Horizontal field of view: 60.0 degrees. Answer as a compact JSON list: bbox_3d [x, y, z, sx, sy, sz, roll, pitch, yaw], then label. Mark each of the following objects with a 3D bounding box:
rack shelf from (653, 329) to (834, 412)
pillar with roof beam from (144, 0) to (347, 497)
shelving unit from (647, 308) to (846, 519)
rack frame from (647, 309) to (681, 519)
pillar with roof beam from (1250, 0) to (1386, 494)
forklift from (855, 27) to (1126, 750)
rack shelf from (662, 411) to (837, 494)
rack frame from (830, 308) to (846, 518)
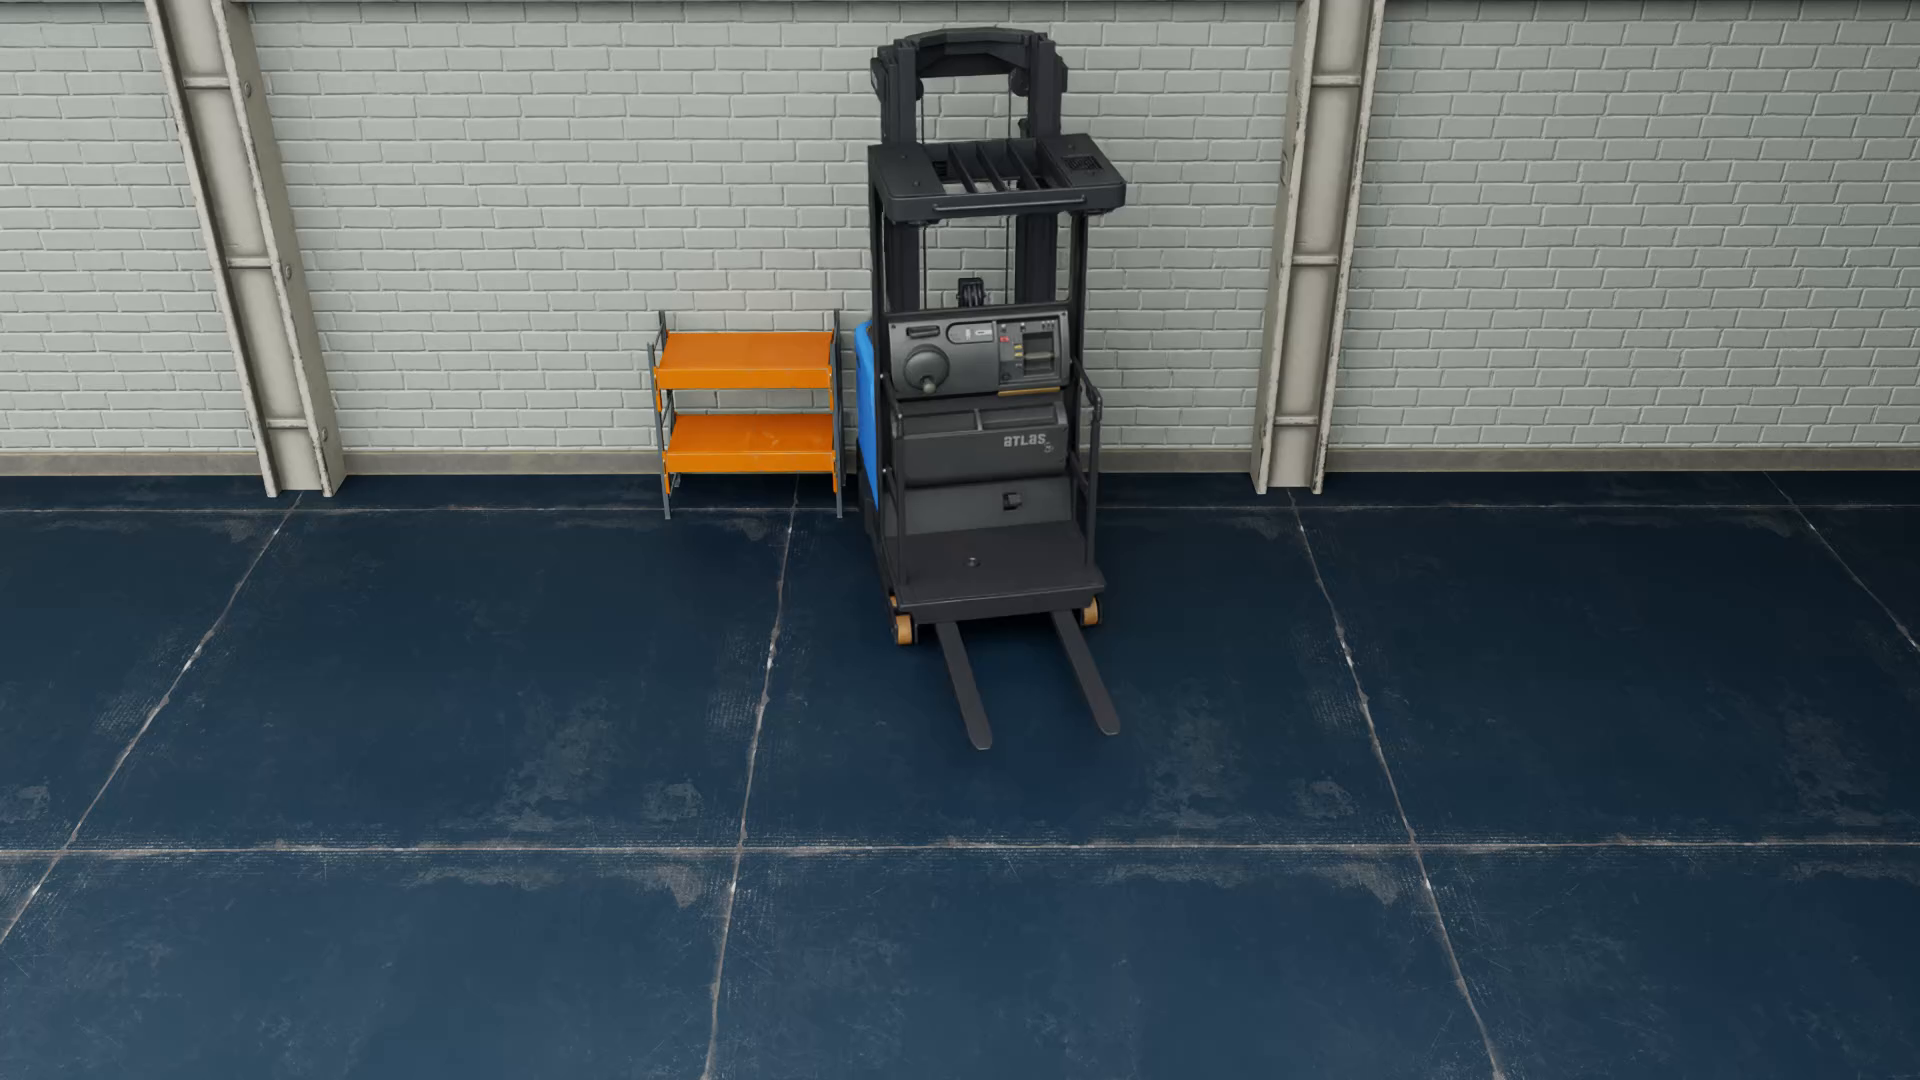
[{"bbox_3d":[-1.224,-0.987,9.617,1.000,0.278,0.538,0,31,-1],"label":"rack shelf"},{"bbox_3d":[-3.973,-1.956,4.188,0.400,9.000,9.100,0,31,0],"label":"pillar with roof beam"},{"bbox_3d":[-1.224,-0.737,9.769,1.048,1.125,0.538,0,31,-1],"label":"shelving unit"},{"bbox_3d":[-1.732,-0.733,9.762,0.032,1.125,0.500,0,31,-1],"label":"rack frame"},{"bbox_3d":[2.027,-1.975,4.219,0.400,9.000,9.100,0,31,0],"label":"pillar with roof beam"},{"bbox_3d":[0.142,-0.905,8.305,1.130,2.935,3.031,-5,32,-9],"label":"forklift"},{"bbox_3d":[-1.224,-0.528,9.896,1.000,0.278,0.538,0,31,-1],"label":"rack shelf"},{"bbox_3d":[-0.716,-0.741,9.775,0.032,1.125,0.500,0,31,-1],"label":"rack frame"}]
